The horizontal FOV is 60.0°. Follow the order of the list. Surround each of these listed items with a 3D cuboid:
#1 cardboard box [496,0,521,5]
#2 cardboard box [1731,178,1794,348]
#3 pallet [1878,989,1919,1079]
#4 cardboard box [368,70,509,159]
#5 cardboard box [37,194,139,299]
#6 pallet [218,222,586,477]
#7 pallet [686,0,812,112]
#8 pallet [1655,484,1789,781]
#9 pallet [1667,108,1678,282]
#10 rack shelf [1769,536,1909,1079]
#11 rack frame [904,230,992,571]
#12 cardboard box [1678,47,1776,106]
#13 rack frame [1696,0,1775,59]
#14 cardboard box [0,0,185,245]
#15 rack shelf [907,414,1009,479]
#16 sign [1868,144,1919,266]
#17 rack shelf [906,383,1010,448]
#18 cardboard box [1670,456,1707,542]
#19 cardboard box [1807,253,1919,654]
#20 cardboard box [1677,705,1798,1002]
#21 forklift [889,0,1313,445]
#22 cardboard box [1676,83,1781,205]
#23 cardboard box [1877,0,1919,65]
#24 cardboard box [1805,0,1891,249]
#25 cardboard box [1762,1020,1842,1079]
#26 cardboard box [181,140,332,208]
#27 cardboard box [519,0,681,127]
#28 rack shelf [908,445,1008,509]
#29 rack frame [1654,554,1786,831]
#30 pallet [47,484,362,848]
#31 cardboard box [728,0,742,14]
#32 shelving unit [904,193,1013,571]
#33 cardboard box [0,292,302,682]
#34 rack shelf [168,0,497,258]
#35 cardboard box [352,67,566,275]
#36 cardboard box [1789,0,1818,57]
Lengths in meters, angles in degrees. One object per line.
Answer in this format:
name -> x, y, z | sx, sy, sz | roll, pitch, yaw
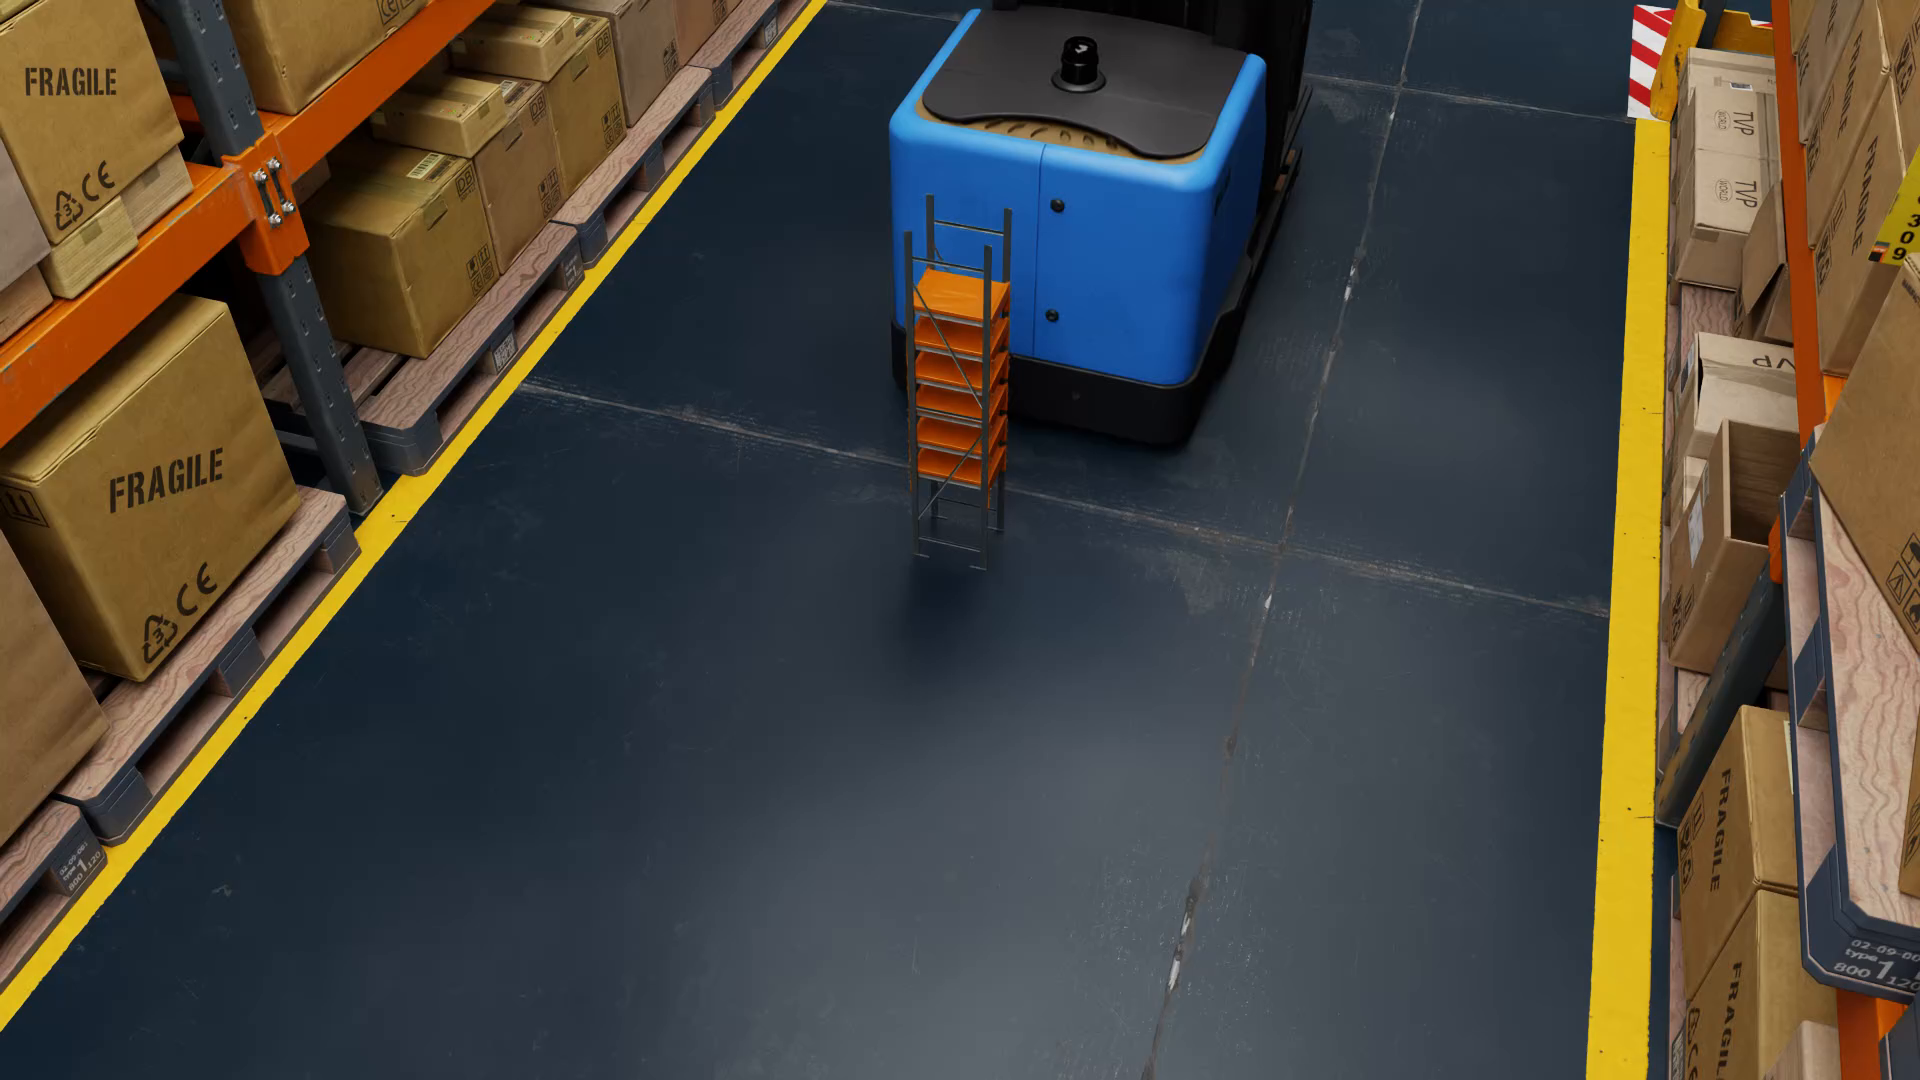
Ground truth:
cardboard box -> -1.881, -2.066, 6.239 | 0.380, 0.149, 0.250 | 12, 46, 12
cardboard box -> 2.923, -0.759, 5.351 | 0.797, 0.503, 0.637 | 13, 46, 13
pallet -> 1.732, 1.197, 2.019 | 1.003, 0.211, 1.213 | 13, 46, 13
cardboard box -> -1.761, -1.442, 5.602 | 0.380, 0.149, 0.250 | 14, 46, 14
cardboard box -> -2.250, -0.746, 4.033 | 0.380, 0.149, 0.250 | 13, 46, 13
pallet -> -2.058, -0.781, 5.897 | 1.003, 0.211, 1.213 | 13, 46, 13
pallet -> -1.319, -2.407, 7.559 | 1.003, 0.211, 1.213 | 13, 46, 13
pallet -> 2.568, 0.299, 4.794 | 1.003, 0.211, 1.213 | 13, 46, 13
pallet -> 3.307, -1.327, 6.456 | 1.003, 0.211, 1.213 | 13, 46, 13
rack shelf -> 1.753, 1.350, 2.240 | 1.077, 0.370, 4.000 | 13, 46, 13
rack frame -> -0.032, -0.358, 4.758 | 0.240, 1.200, 0.006 | 13, 46, 13
cardboard box -> 3.116, -1.838, 6.708 | 0.380, 0.149, 0.250 | 13, 46, 13
rack frame -> 3.570, -2.906, 6.075 | 1.000, 3.000, 0.127 | 13, 46, 13
cardboard box -> -2.263, -1.075, 3.905 | 0.500, 0.500, 0.500 | 12, 46, 12
rack shelf -> -0.004, -0.302, 4.936 | 0.258, 0.103, 0.180 | 13, 46, 13
sign -> 1.840, -0.659, 3.160 | 0.100, 0.325, 0.005 | 13, 46, 13
rack shelf -> -0.004, -0.387, 4.852 | 0.258, 0.103, 0.180 | 13, 46, 13
cardboard box -> 2.318, -0.081, 4.912 | 0.380, 0.149, 0.250 | 13, 46, 13
cardboard box -> 2.002, -0.158, 2.895 | 0.700, 0.500, 0.500 | -1, 44, -1
cardboard box -> 1.980, 0.767, 3.794 | 0.500, 0.500, 0.500 | 11, 45, 11
forklift -> 0.732, -2.409, 5.616 | 1.130, 2.935, 3.031 | 14, 46, 14
cardboard box -> 2.984, -1.445, 6.234 | 0.500, 0.250, 0.500 | 13, 46, 13
cardboard box -> 2.418, -1.367, 3.716 | 0.500, 0.500, 0.500 | 12, 46, 12
cardboard box -> 2.421, -1.007, 4.063 | 0.500, 0.500, 0.500 | 14, 46, 14
cardboard box -> 1.677, 1.165, 2.851 | 0.500, 0.250, 0.500 | 13, 46, 13
cardboard box -> -2.272, -1.198, 5.352 | 0.380, 0.149, 0.250 | 12, 46, 12
cardboard box -> -1.572, -2.053, 6.690 | 0.700, 0.500, 0.500 | 11, 45, 11
rack shelf -> -0.004, -0.216, 5.019 | 0.258, 0.103, 0.180 | 13, 46, 13
rack frame -> 2.359, -0.240, 3.351 | 1.000, 3.000, 0.127 | 13, 46, 13
pallet -> -2.525, 0.240, 4.854 | 1.003, 0.211, 1.213 | 13, 46, 13
cardboard box -> -1.269, -2.722, 7.374 | 0.700, 0.500, 0.500 | 13, 46, 13
shelving unit -> -0.004, -0.419, 4.820 | 0.258, 1.200, 0.189 | 13, 46, 13
cardboard box -> -2.436, -0.208, 4.555 | 0.750, 0.750, 0.750 | 13, 46, 13
rack shelf -> -1.758, -2.363, 6.034 | 1.077, 0.370, 4.000 | 13, 46, 13
cardboard box -> -1.884, -1.355, 5.977 | 0.700, 0.500, 0.500 | 12, 46, 12
cardboard box -> 2.726, -1.690, 4.761 | 0.500, 0.500, 0.500 | 13, 46, 13
